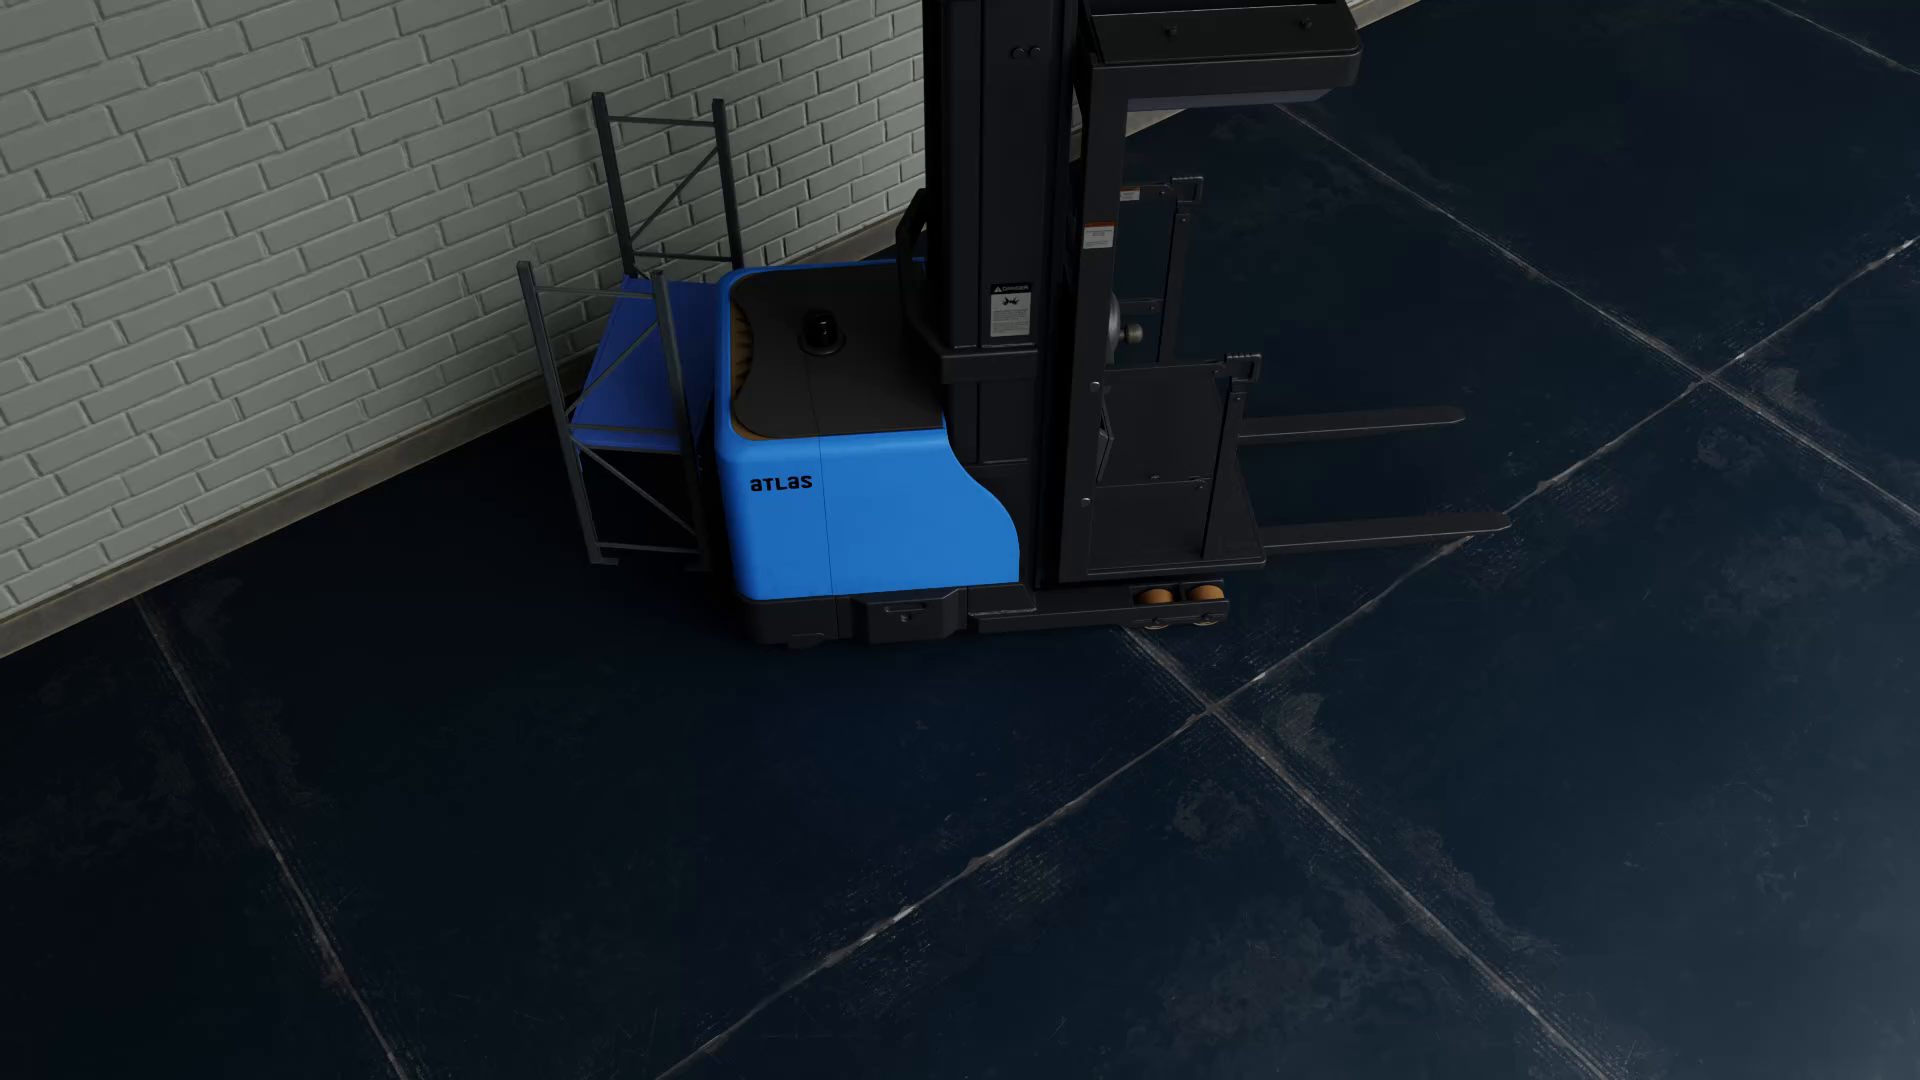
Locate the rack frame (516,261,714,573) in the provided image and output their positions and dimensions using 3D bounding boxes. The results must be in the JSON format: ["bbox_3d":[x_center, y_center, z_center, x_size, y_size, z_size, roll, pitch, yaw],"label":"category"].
[{"bbox_3d":[-1.232,-0.403,6.102,0.500,1.500,0.032,4,48,4],"label":"rack frame"}]

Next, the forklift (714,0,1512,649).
[{"bbox_3d":[0.620,-1.028,5.703,3.031,2.935,1.130,-4,48,-4],"label":"forklift"}]

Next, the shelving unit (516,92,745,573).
[{"bbox_3d":[-1.182,-0.778,6.442,0.538,1.500,1.048,4,48,4],"label":"shelving unit"}]

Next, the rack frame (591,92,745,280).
[{"bbox_3d":[-1.132,-1.153,6.781,0.500,1.500,0.032,4,48,4],"label":"rack frame"}]

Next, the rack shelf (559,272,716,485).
[{"bbox_3d":[-1.182,-0.657,6.575,0.538,0.185,1.000,4,48,4],"label":"rack shelf"}]
